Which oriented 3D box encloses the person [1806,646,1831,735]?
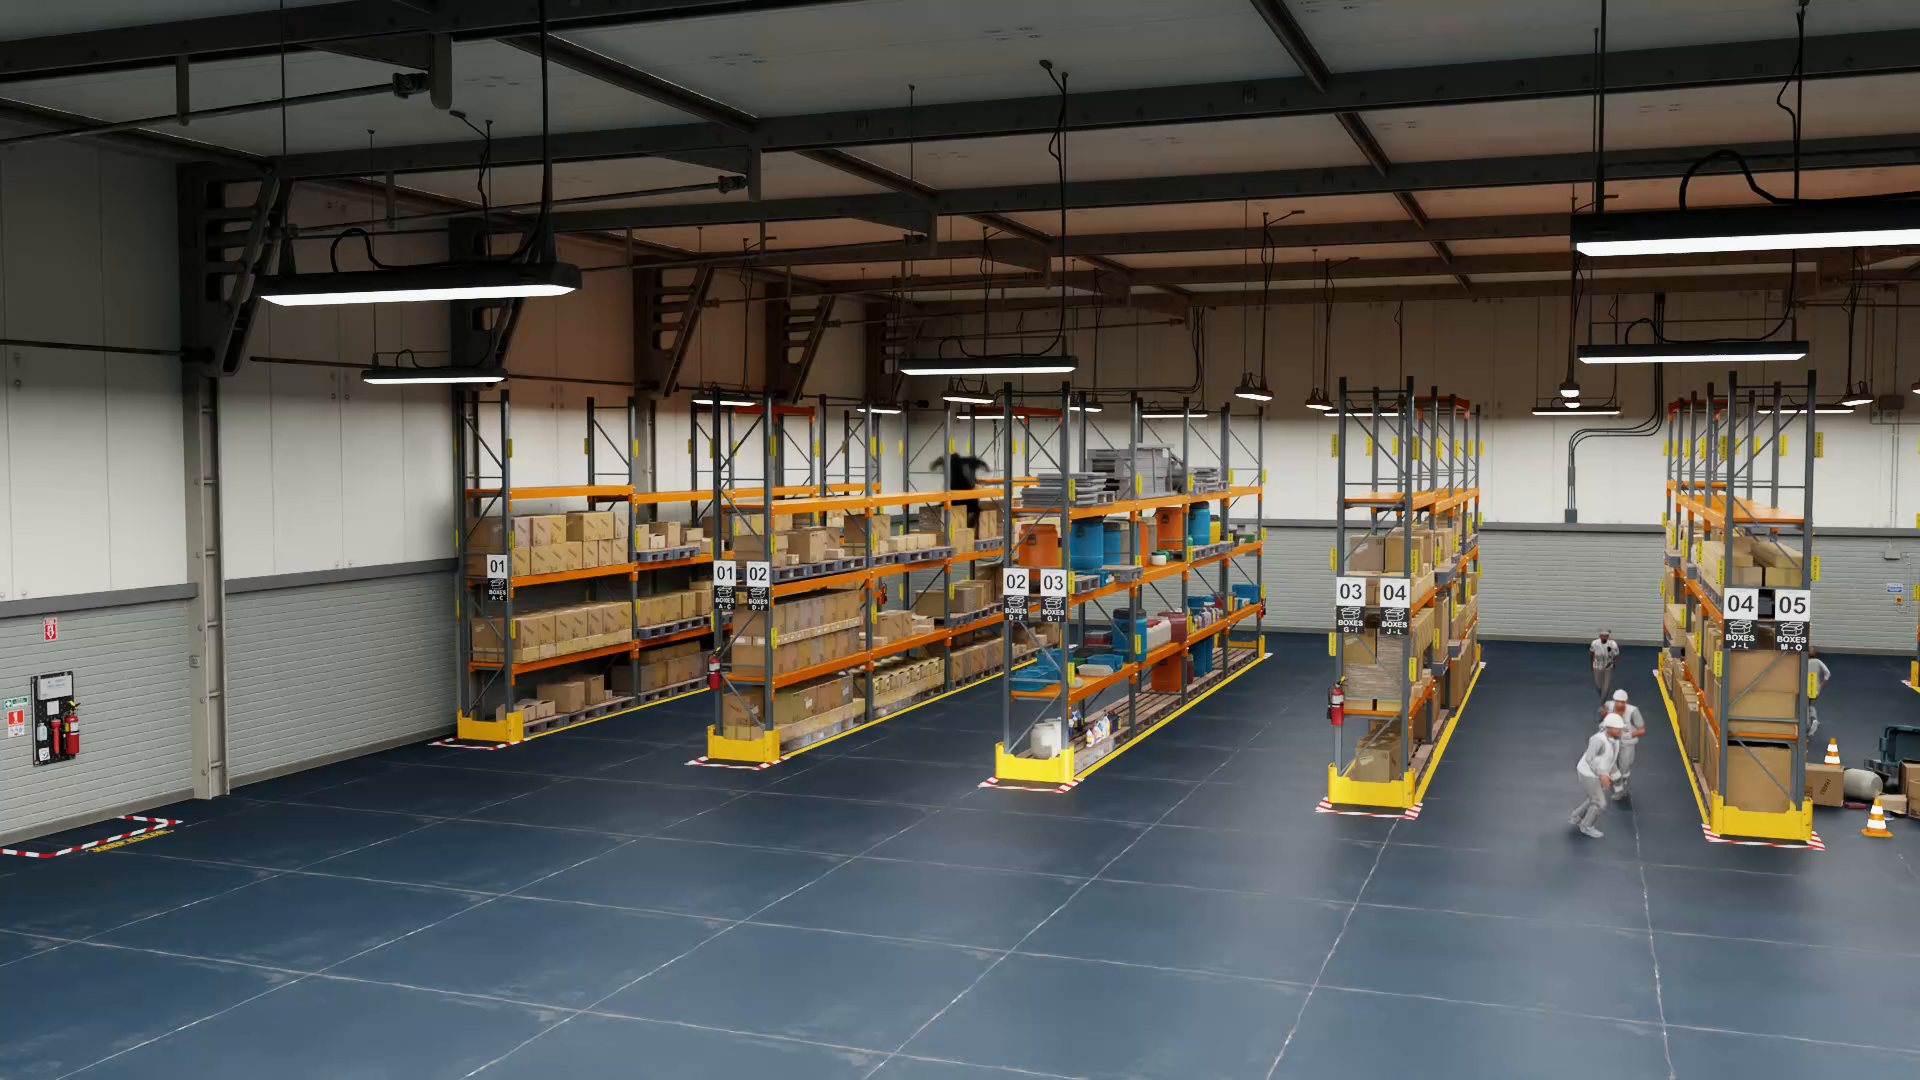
[{"bbox_3d":[14.885,2.628,29.079,0.549,1.543,0.612,1,3,15],"label":"person"}]

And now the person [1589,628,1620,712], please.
[{"bbox_3d":[12.264,2.457,31.652,0.539,1.617,0.656,1,3,19],"label":"person"}]

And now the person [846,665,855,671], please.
[{"bbox_3d":[-2.322,2.263,34.970,0.576,1.643,0.938,1,3,10],"label":"person"}]

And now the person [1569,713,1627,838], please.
[{"bbox_3d":[8.168,3.004,21.350,0.667,1.653,0.877,-3,4,-41],"label":"person"}]

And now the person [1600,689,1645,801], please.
[{"bbox_3d":[9.423,2.869,23.671,0.680,1.586,1.125,2,4,32],"label":"person"}]
